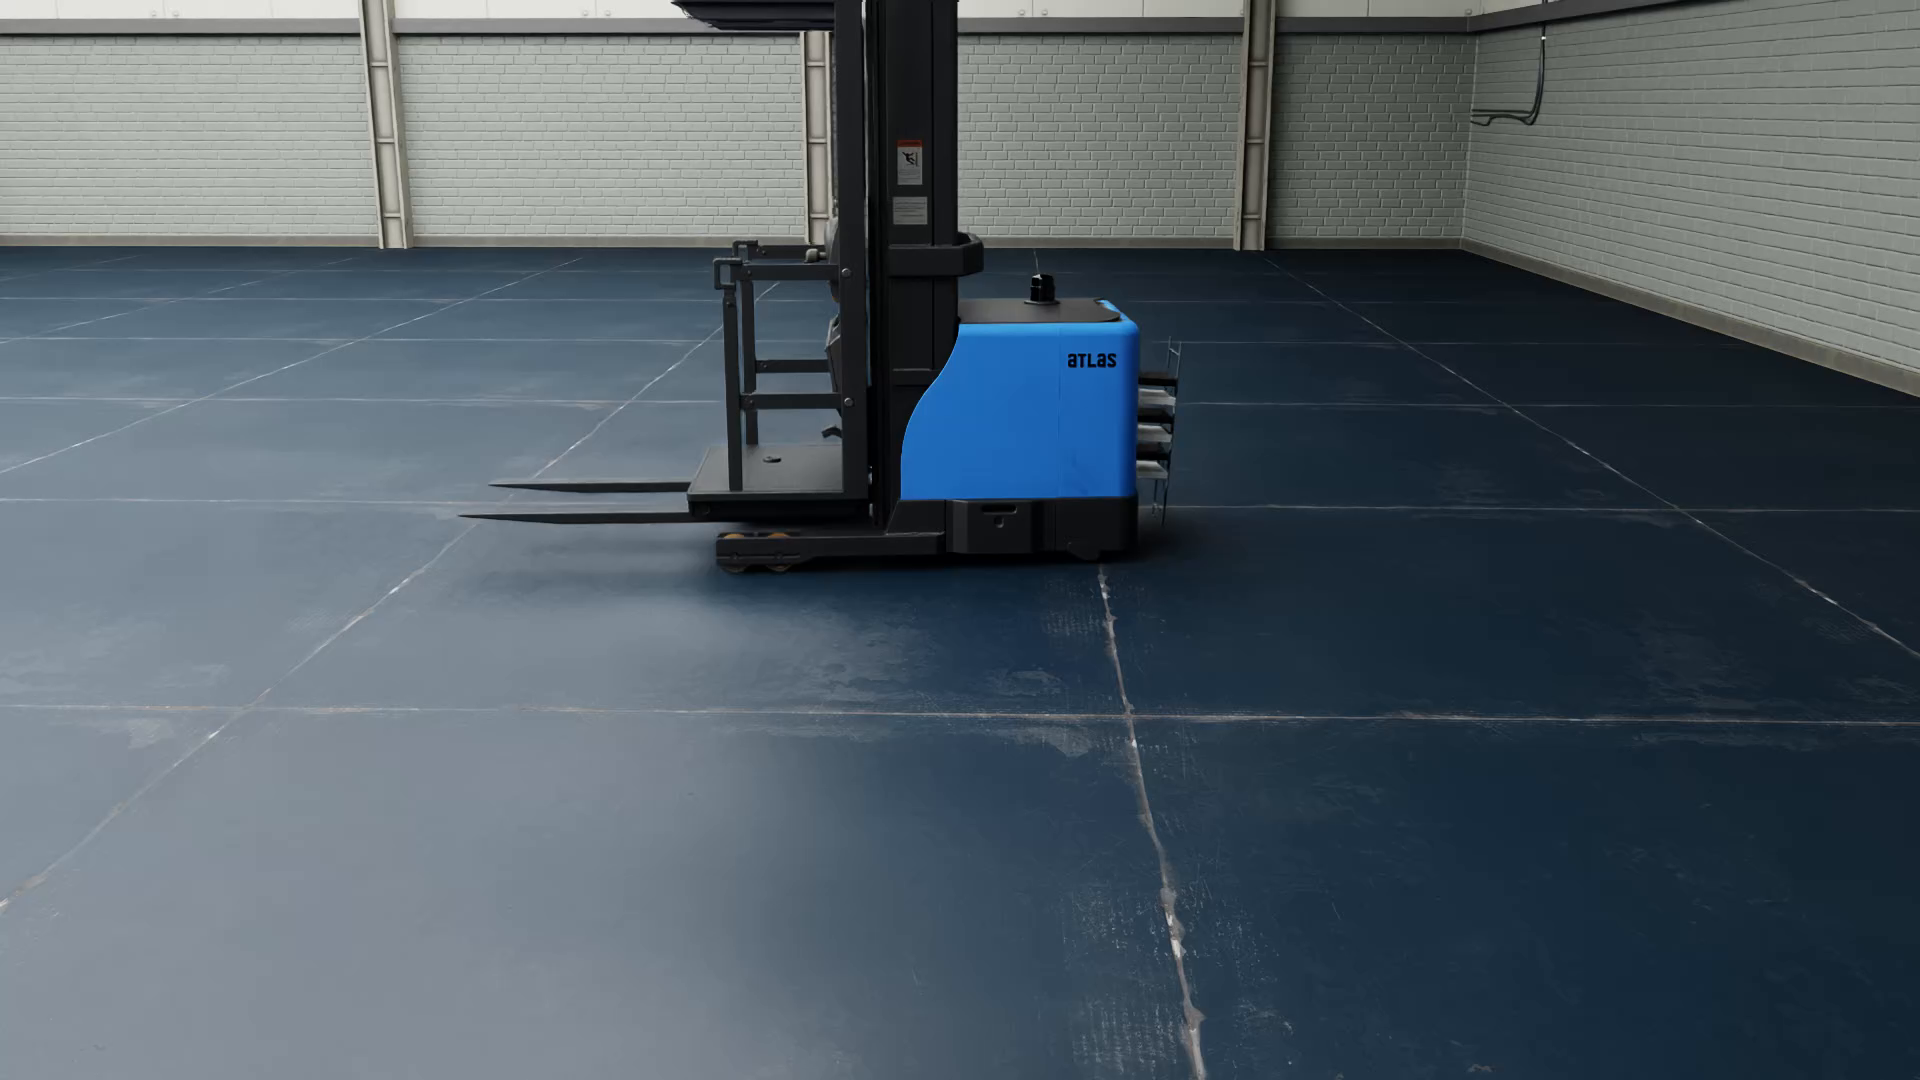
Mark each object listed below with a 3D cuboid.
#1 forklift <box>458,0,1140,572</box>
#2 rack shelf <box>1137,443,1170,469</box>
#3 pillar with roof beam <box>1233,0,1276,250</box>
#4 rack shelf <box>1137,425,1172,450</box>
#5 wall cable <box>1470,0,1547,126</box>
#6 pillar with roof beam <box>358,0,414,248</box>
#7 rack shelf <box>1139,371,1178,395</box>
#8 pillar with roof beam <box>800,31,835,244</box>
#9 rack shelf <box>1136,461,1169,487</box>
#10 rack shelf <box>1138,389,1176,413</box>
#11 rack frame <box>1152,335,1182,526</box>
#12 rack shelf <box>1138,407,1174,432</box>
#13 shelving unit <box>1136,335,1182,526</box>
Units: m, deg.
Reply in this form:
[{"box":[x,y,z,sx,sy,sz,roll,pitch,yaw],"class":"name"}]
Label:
[{"box":[-0.736,-1.417,7.464,3.031,2.935,1.130,-1,15,-3],"class":"forklift"},{"box":[0.897,-0.416,8.112,0.200,0.077,0.258,2,14,-7],"class":"rack shelf"},{"box":[3.924,-7.313,17.918,0.400,9.000,9.100,0,15,1],"class":"pillar with roof beam"},{"box":[0.903,-0.503,8.089,0.200,0.077,0.258,2,14,-7],"class":"rack shelf"},{"box":[6.945,-6.553,21.125,0.112,2.526,3.097,0,15,1],"class":"wall cable"},{"box":[-8.073,-7.391,18.215,0.400,9.000,9.100,0,15,1],"class":"pillar with roof beam"},{"box":[0.922,-0.764,8.022,0.200,0.077,0.258,2,14,-7],"class":"rack shelf"},{"box":[-2.074,-7.352,18.067,0.400,9.000,9.100,0,15,1],"class":"pillar with roof beam"},{"box":[0.891,-0.329,8.134,0.200,0.077,0.258,2,14,-7],"class":"rack shelf"},{"box":[0.916,-0.677,8.045,0.200,0.077,0.258,2,14,-7],"class":"rack shelf"},{"box":[1.007,-0.532,8.093,0.006,0.900,0.240,2,14,-7],"class":"rack frame"},{"box":[0.910,-0.590,8.067,0.200,0.077,0.258,2,14,-7],"class":"rack shelf"},{"box":[0.906,-0.536,8.081,0.210,0.900,0.258,2,14,-7],"class":"shelving unit"}]
